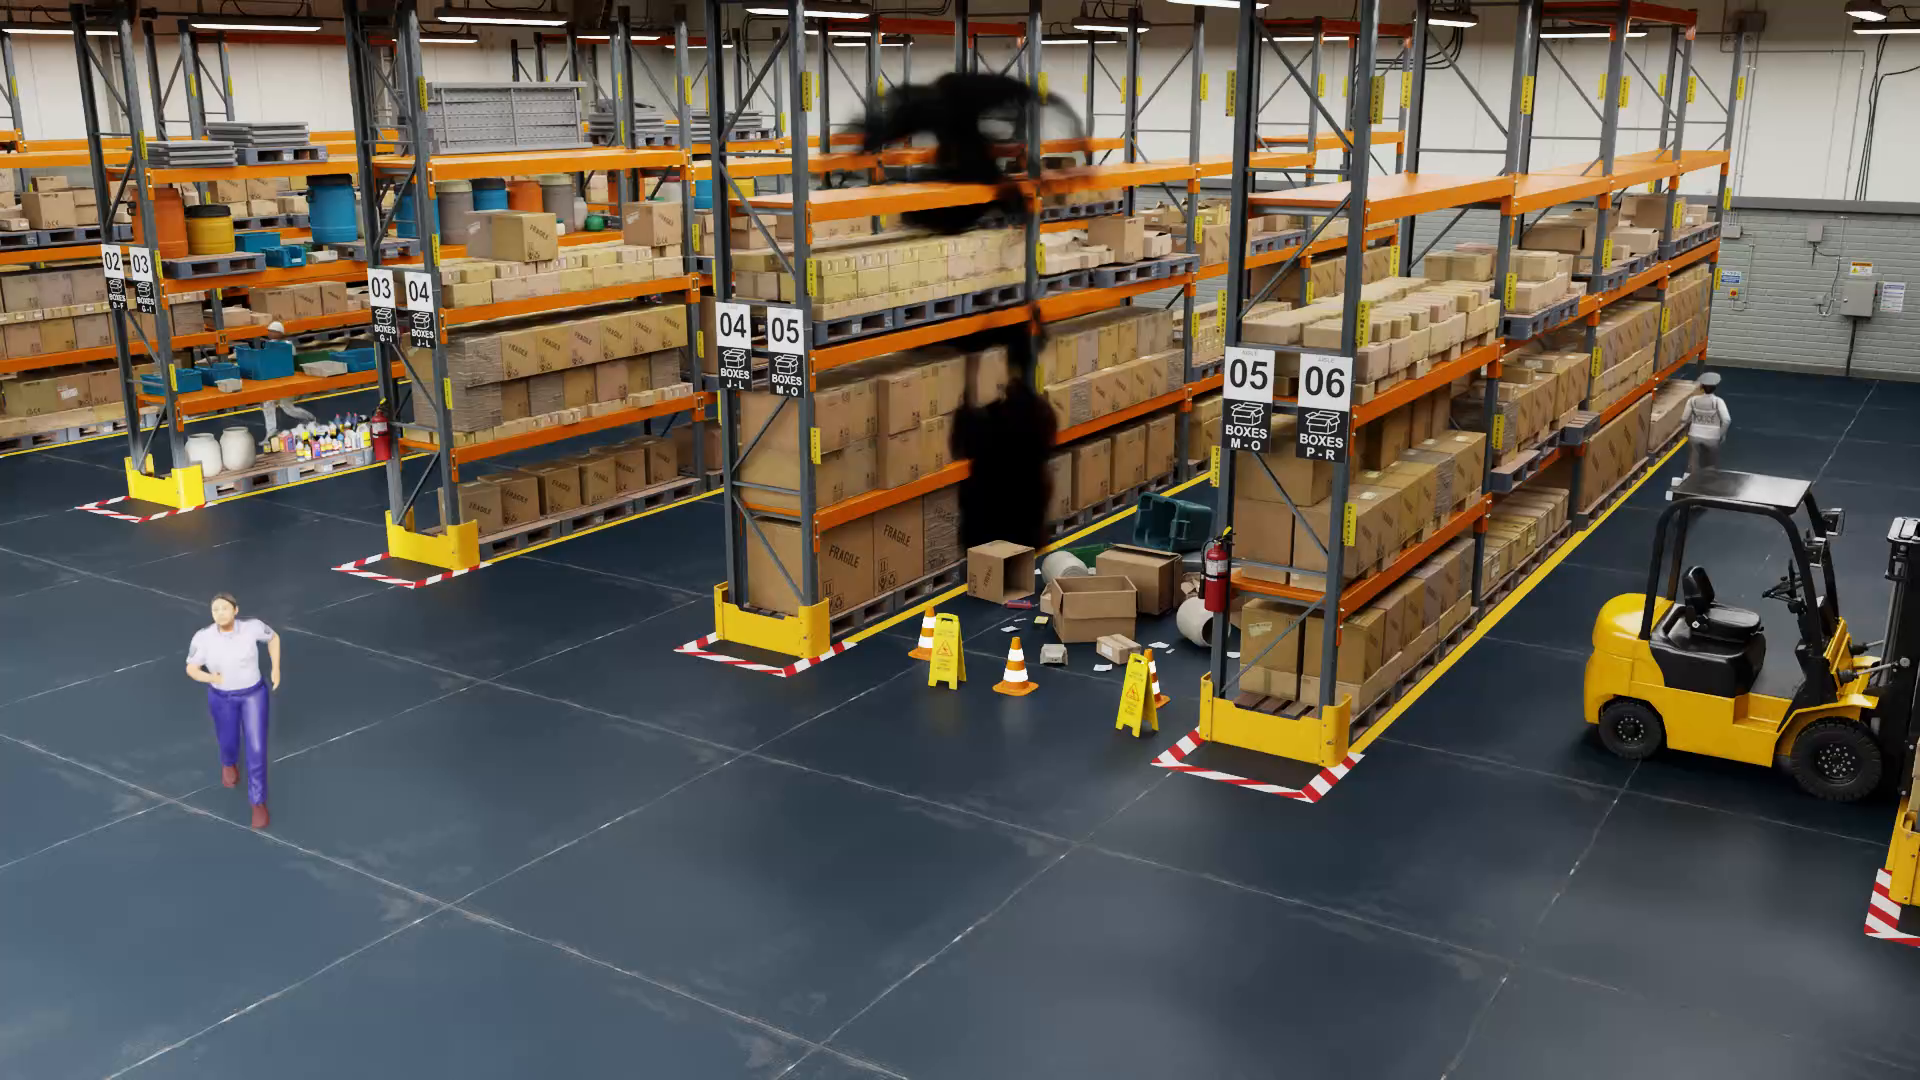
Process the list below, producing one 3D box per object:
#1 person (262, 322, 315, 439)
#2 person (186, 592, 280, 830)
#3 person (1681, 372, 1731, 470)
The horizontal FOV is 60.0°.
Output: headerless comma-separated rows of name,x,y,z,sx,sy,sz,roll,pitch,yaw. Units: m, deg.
person,-9.829,-2.313,24.111,0.696,1.704,0.784,8,17,27
person,-5.209,1.144,12.015,0.614,1.652,0.930,-5,16,-19
person,9.101,-1.259,20.325,0.595,1.571,0.673,9,18,30
